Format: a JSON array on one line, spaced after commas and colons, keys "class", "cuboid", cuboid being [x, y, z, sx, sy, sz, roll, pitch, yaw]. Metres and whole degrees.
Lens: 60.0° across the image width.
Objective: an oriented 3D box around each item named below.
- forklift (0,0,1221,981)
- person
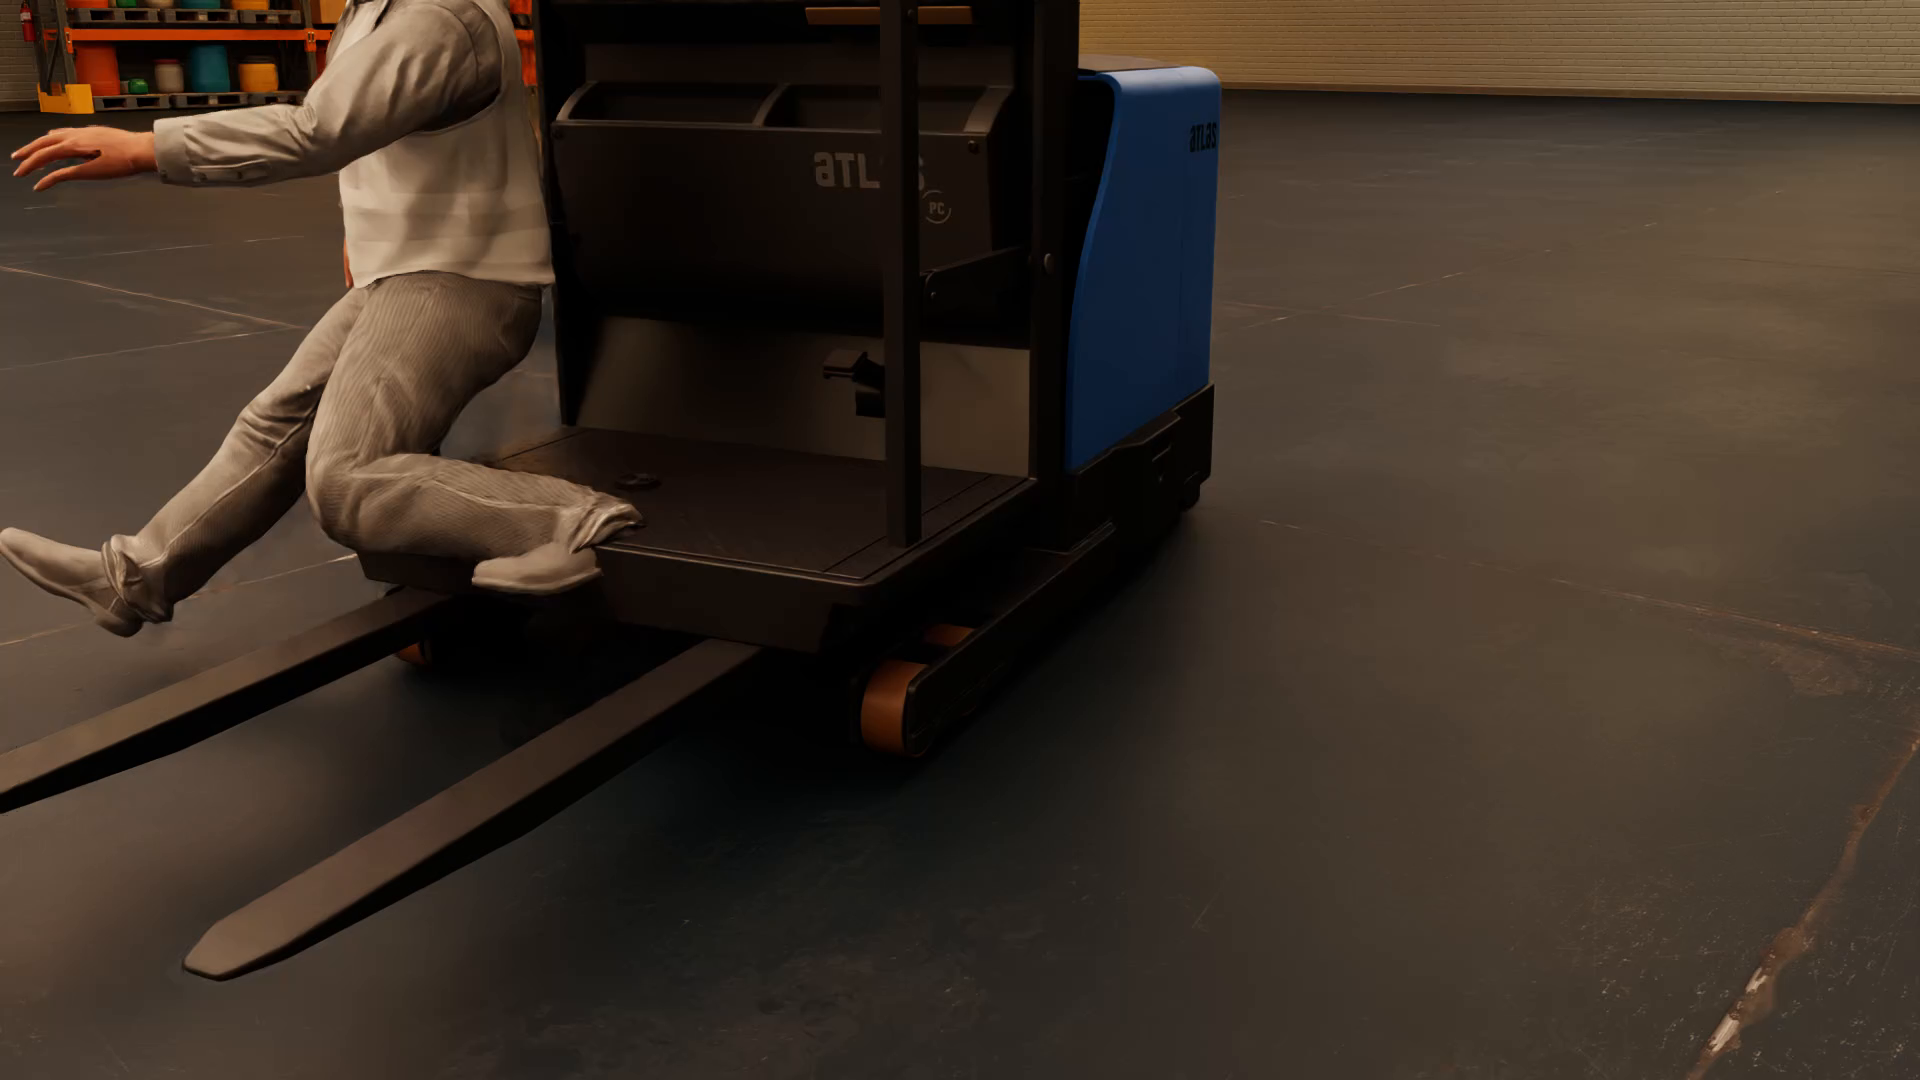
[{"class": "forklift", "cuboid": [-0.431, -1.182, 2.790, 1.130, 2.935, 3.031, 8, 18, 23]}, {"class": "person", "cuboid": [-1.154, -0.485, 2.797, 1.105, 1.477, 0.965, -6, 18, -18]}]
